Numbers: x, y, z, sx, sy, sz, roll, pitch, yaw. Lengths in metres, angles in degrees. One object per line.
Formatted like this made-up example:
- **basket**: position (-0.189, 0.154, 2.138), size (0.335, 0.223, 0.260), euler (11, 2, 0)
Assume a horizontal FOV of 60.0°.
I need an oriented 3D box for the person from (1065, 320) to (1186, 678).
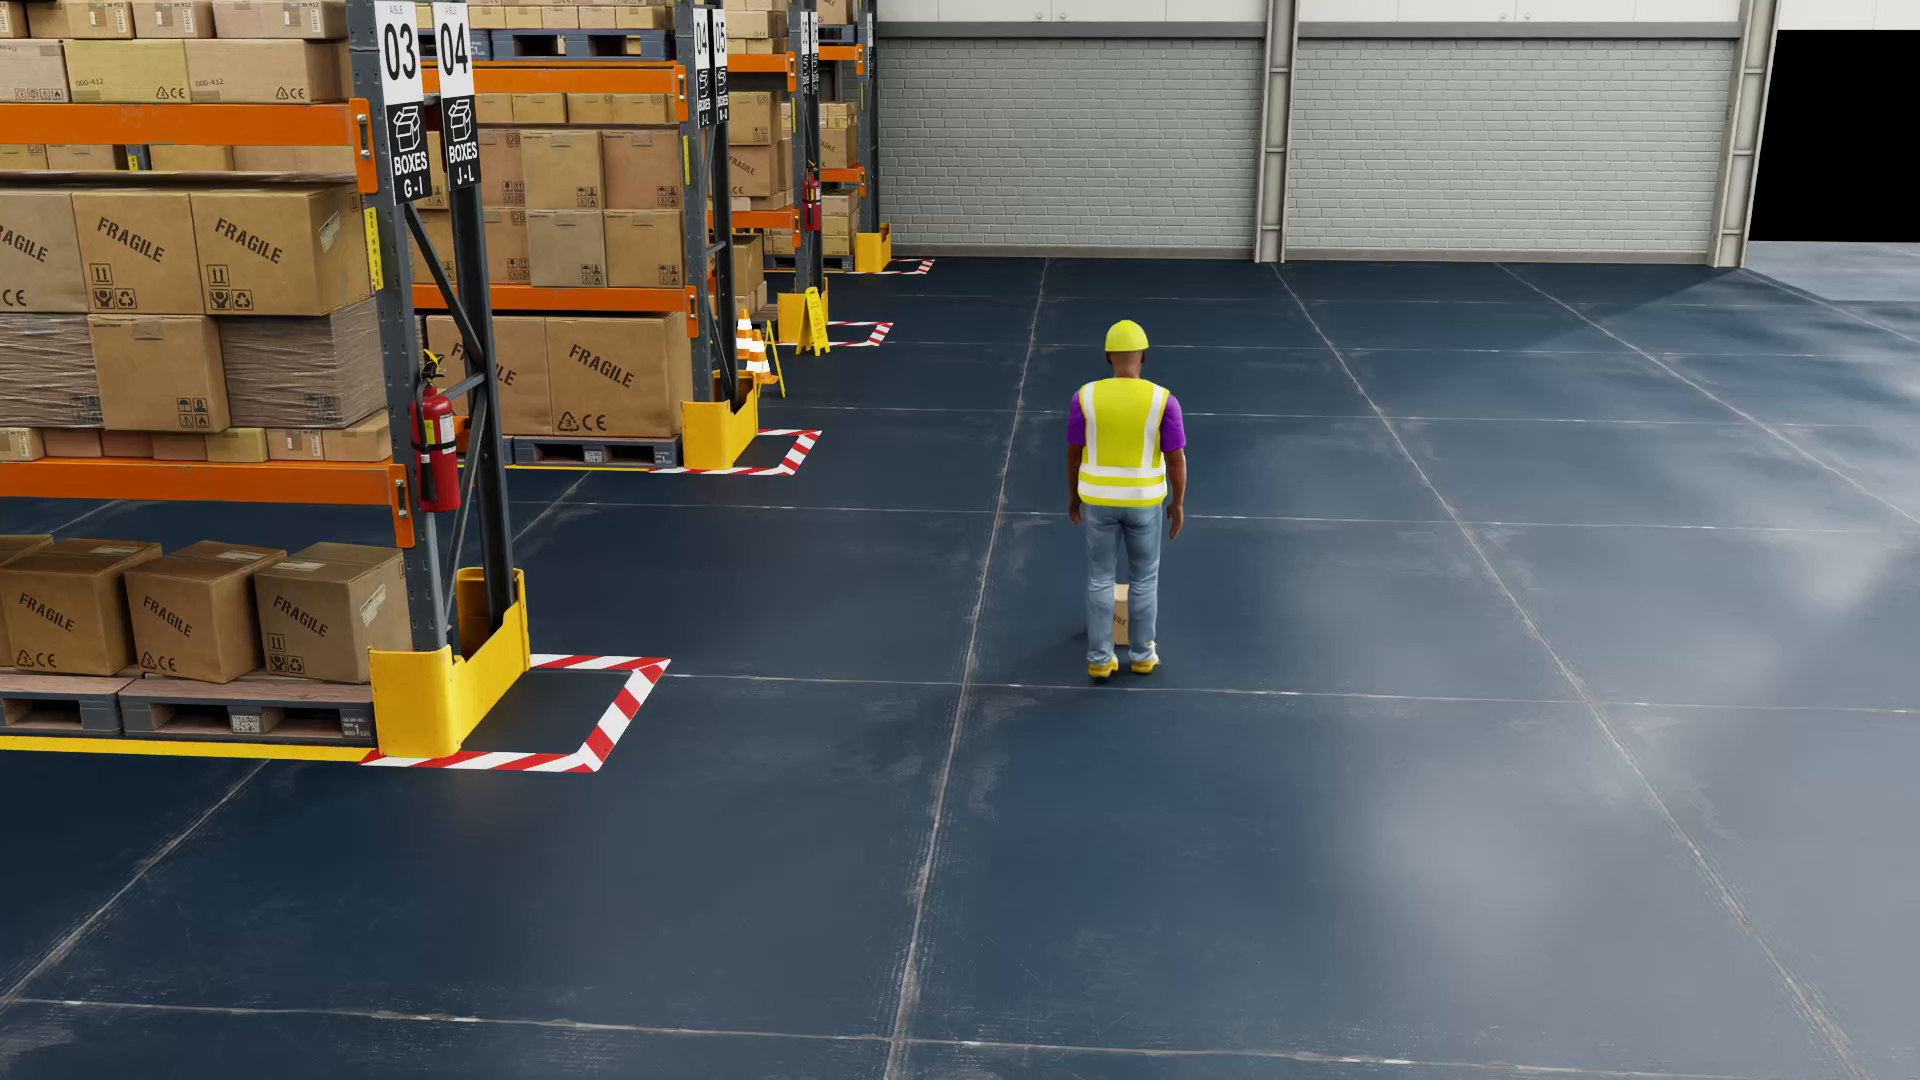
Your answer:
- **person**: position (0.803, -0.191, 8.095), size (0.586, 1.780, 0.509), euler (3, 18, 10)
